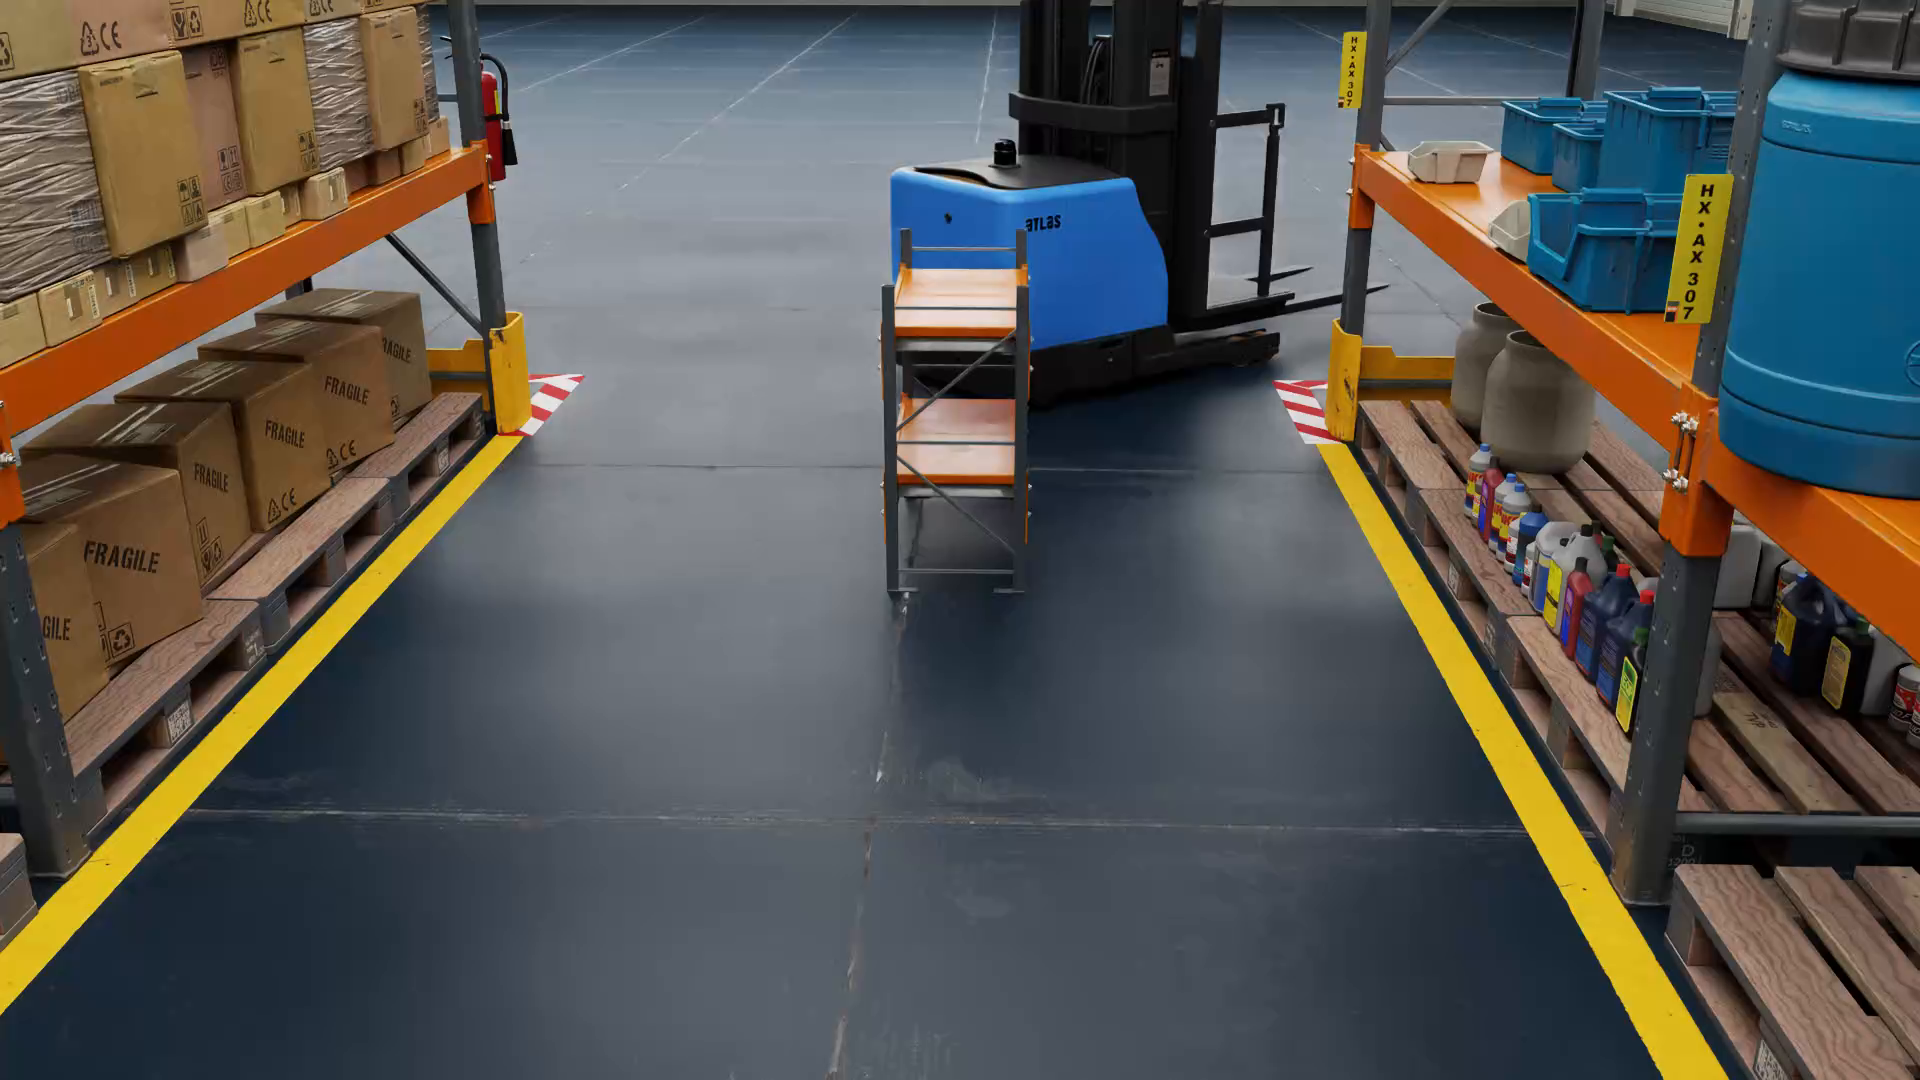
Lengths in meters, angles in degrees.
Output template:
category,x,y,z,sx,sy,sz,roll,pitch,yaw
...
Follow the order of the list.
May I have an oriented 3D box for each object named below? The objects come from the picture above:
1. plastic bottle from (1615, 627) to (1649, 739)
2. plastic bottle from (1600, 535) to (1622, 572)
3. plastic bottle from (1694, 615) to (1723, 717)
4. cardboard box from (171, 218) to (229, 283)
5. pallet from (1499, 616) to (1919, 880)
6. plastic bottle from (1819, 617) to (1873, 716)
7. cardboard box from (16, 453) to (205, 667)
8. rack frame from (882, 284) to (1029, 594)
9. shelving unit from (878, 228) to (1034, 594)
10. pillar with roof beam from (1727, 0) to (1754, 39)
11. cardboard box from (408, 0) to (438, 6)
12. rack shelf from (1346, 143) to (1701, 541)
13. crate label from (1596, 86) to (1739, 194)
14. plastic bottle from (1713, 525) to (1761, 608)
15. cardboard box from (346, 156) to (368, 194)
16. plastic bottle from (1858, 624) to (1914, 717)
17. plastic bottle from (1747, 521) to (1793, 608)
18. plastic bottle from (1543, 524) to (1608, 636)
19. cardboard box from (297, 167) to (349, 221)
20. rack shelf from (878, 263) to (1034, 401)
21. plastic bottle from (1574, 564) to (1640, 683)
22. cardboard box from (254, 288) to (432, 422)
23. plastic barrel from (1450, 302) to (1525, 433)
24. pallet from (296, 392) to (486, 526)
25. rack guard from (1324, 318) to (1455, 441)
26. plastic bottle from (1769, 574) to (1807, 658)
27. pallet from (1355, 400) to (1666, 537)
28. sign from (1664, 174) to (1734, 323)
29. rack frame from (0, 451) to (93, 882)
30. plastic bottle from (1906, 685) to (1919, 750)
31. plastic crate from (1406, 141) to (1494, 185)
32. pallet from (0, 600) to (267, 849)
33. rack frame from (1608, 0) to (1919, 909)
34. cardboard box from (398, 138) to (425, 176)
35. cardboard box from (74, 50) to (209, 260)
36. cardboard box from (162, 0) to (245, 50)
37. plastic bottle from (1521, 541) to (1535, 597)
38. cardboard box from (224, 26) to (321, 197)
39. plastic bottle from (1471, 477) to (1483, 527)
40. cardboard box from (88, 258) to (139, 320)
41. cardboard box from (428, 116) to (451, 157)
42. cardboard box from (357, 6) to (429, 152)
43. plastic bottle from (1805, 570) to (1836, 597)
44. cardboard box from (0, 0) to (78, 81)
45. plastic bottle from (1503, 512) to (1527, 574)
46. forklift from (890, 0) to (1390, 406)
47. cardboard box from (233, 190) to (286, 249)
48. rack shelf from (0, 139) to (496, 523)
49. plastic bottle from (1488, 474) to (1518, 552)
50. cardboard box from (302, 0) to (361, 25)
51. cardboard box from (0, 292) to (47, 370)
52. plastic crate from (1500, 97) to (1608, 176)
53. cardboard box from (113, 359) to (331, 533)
category,x,y,z,sx,sy,sz,roll,pitch,yaw
plastic bottle,1.848,0.389,4.527,0.061,0.283,0.133,2,21,4
plastic bottle,2.013,0.136,5.178,0.061,0.283,0.133,1,21,2
plastic bottle,2.038,0.301,4.661,0.144,0.351,0.185,1,21,2
cardboard box,-2.433,-0.868,4.966,0.380,0.149,0.250,1,21,2
pallet,2.225,0.563,4.786,1.003,0.211,1.213,1,21,2
plastic bottle,2.487,0.338,4.658,0.061,0.283,0.133,1,21,2
cardboard box,-2.726,0.069,5.079,0.500,0.500,0.500,8,22,19
rack frame,-0.016,-0.338,5.845,0.500,1.125,0.032,1,21,2
shelving unit,0.000,-0.522,6.319,0.538,1.125,1.048,1,21,2
pillar with roof beam,9.457,-13.091,27.828,9.100,9.000,0.400,1,21,2
cardboard box,-2.436,-2.445,6.753,0.500,0.500,0.500,1,21,2
rack shelf,2.224,-0.882,5.651,1.077,0.370,4.000,1,21,2
crate label,2.499,-1.289,5.655,0.502,0.435,0.616,1,21,2
plastic bottle,2.472,0.068,5.364,0.152,0.276,0.135,1,21,2
cardboard box,-2.505,-1.412,6.367,0.380,0.149,0.250,1,21,2
plastic bottle,2.593,0.342,4.657,0.152,0.276,0.135,1,21,4
plastic bottle,2.621,0.026,5.369,0.144,0.351,0.185,0,21,1
plastic bottle,1.910,0.113,5.145,0.144,0.351,0.185,1,21,1
cardboard box,-2.409,-1.230,5.898,0.380,0.149,0.250,1,21,2
rack shelf,0.000,-0.795,6.213,0.538,0.278,1.000,1,21,2
plastic bottle,1.900,0.230,4.844,0.144,0.351,0.185,0,21,-1
cardboard box,-2.702,-0.800,7.320,0.500,0.500,0.500,5,22,12
plastic barrel,2.341,-0.738,7.143,0.421,0.512,0.421,0,21,0
pallet,-2.729,-0.375,7.203,1.003,0.211,1.213,1,21,2
rack guard,2.329,-0.748,7.765,1.175,0.500,0.348,1,21,2
plastic bottle,2.486,0.231,4.950,0.097,0.271,0.097,0,21,0
pallet,2.299,-0.319,7.060,1.003,0.211,1.213,1,21,2
sign,1.613,-0.634,3.633,0.100,0.325,0.005,1,21,2
rack frame,-2.788,-0.549,3.798,1.000,3.000,0.127,1,21,2
plastic bottle,2.614,0.458,4.463,0.097,0.201,0.097,0,21,0
plastic crate,1.936,-1.498,6.608,0.298,0.136,0.250,1,21,2
pallet,-2.803,0.508,4.929,1.003,0.211,1.213,1,21,2
rack frame,2.163,-0.495,3.657,1.000,3.000,0.127,1,21,2
cardboard box,-2.433,-1.592,6.832,0.380,0.149,0.250,1,21,2
cardboard box,-2.662,-1.077,4.608,0.875,0.500,0.500,1,21,2
cardboard box,-2.491,-1.722,4.889,0.500,0.500,0.500,1,21,2
plastic bottle,1.895,0.081,5.434,0.097,0.201,0.097,0,21,0
cardboard box,-2.691,-1.439,5.542,0.875,0.500,0.500,1,21,2
plastic bottle,1.915,-0.152,6.034,0.097,0.201,0.097,0,21,0
cardboard box,-2.480,-0.687,4.501,0.380,0.149,0.250,1,21,2
cardboard box,-2.469,-1.773,7.299,0.380,0.149,0.250,1,21,2
cardboard box,-2.606,-1.800,6.472,0.875,0.500,0.500,1,21,2
plastic bottle,2.608,0.180,4.973,0.144,0.351,0.185,0,21,-1
cardboard box,-2.520,-1.361,3.957,0.500,0.500,0.500,1,21,2
plastic bottle,1.901,0.007,5.626,0.097,0.201,0.097,0,21,0
forklift,1.117,-2.428,8.735,3.031,2.935,1.130,-15,26,-34
cardboard box,-2.448,-1.049,5.433,0.380,0.149,0.250,1,21,2
rack shelf,-2.727,-0.937,5.792,1.077,0.370,4.000,1,21,2
plastic bottle,1.907,-0.098,5.799,0.097,0.271,0.097,0,21,0
cardboard box,-2.463,-2.084,5.821,0.500,0.500,0.500,1,21,2
cardboard box,-2.481,-0.507,4.035,0.380,0.149,0.250,1,21,2
plastic crate,2.568,-1.687,6.937,0.499,0.251,0.616,1,21,2
cardboard box,-2.724,-0.358,6.179,0.500,0.500,0.500,3,21,7
